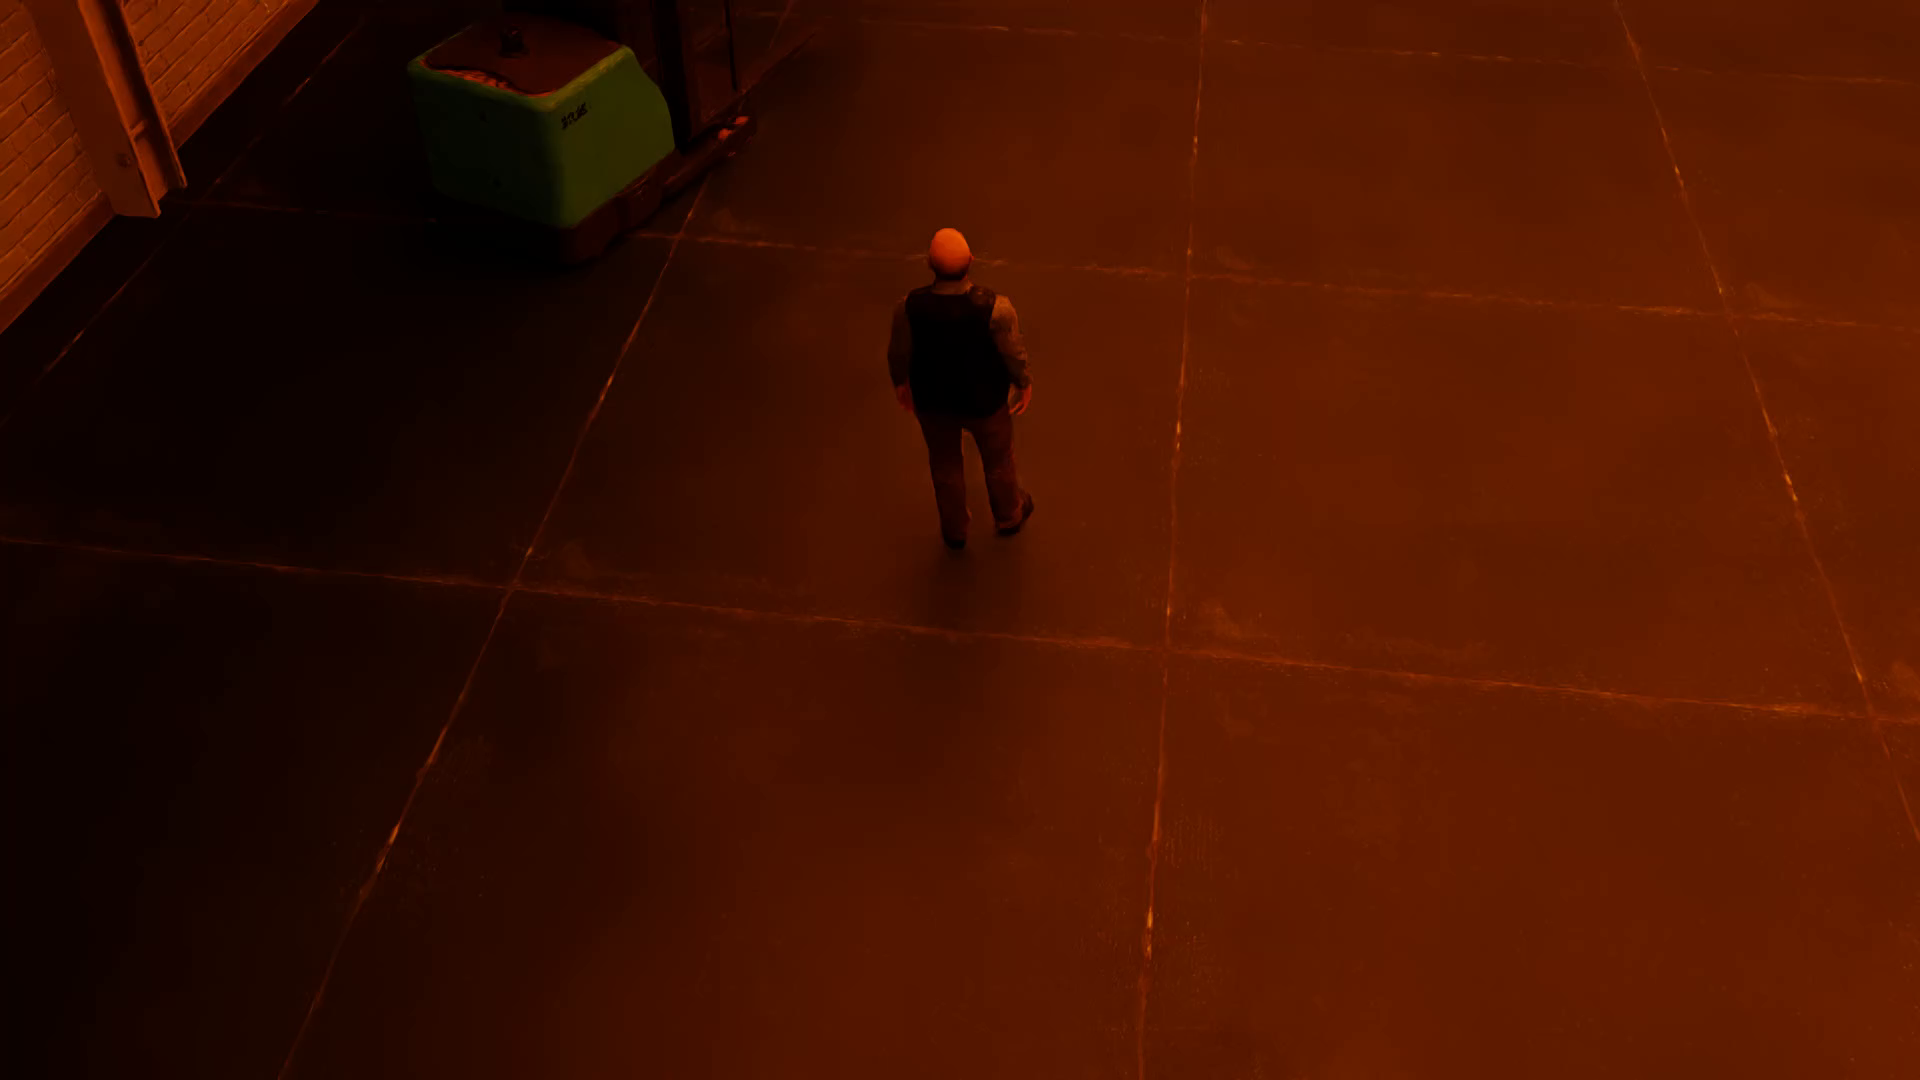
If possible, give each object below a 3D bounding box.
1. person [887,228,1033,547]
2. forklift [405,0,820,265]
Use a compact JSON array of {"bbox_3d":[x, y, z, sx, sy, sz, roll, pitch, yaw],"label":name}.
[{"bbox_3d":[0.016,-0.680,7.349,0.632,1.720,0.567,5,43,6],"label":"person"},{"bbox_3d":[-1.955,-3.641,9.688,1.130,2.935,3.031,19,46,20],"label":"forklift"}]
